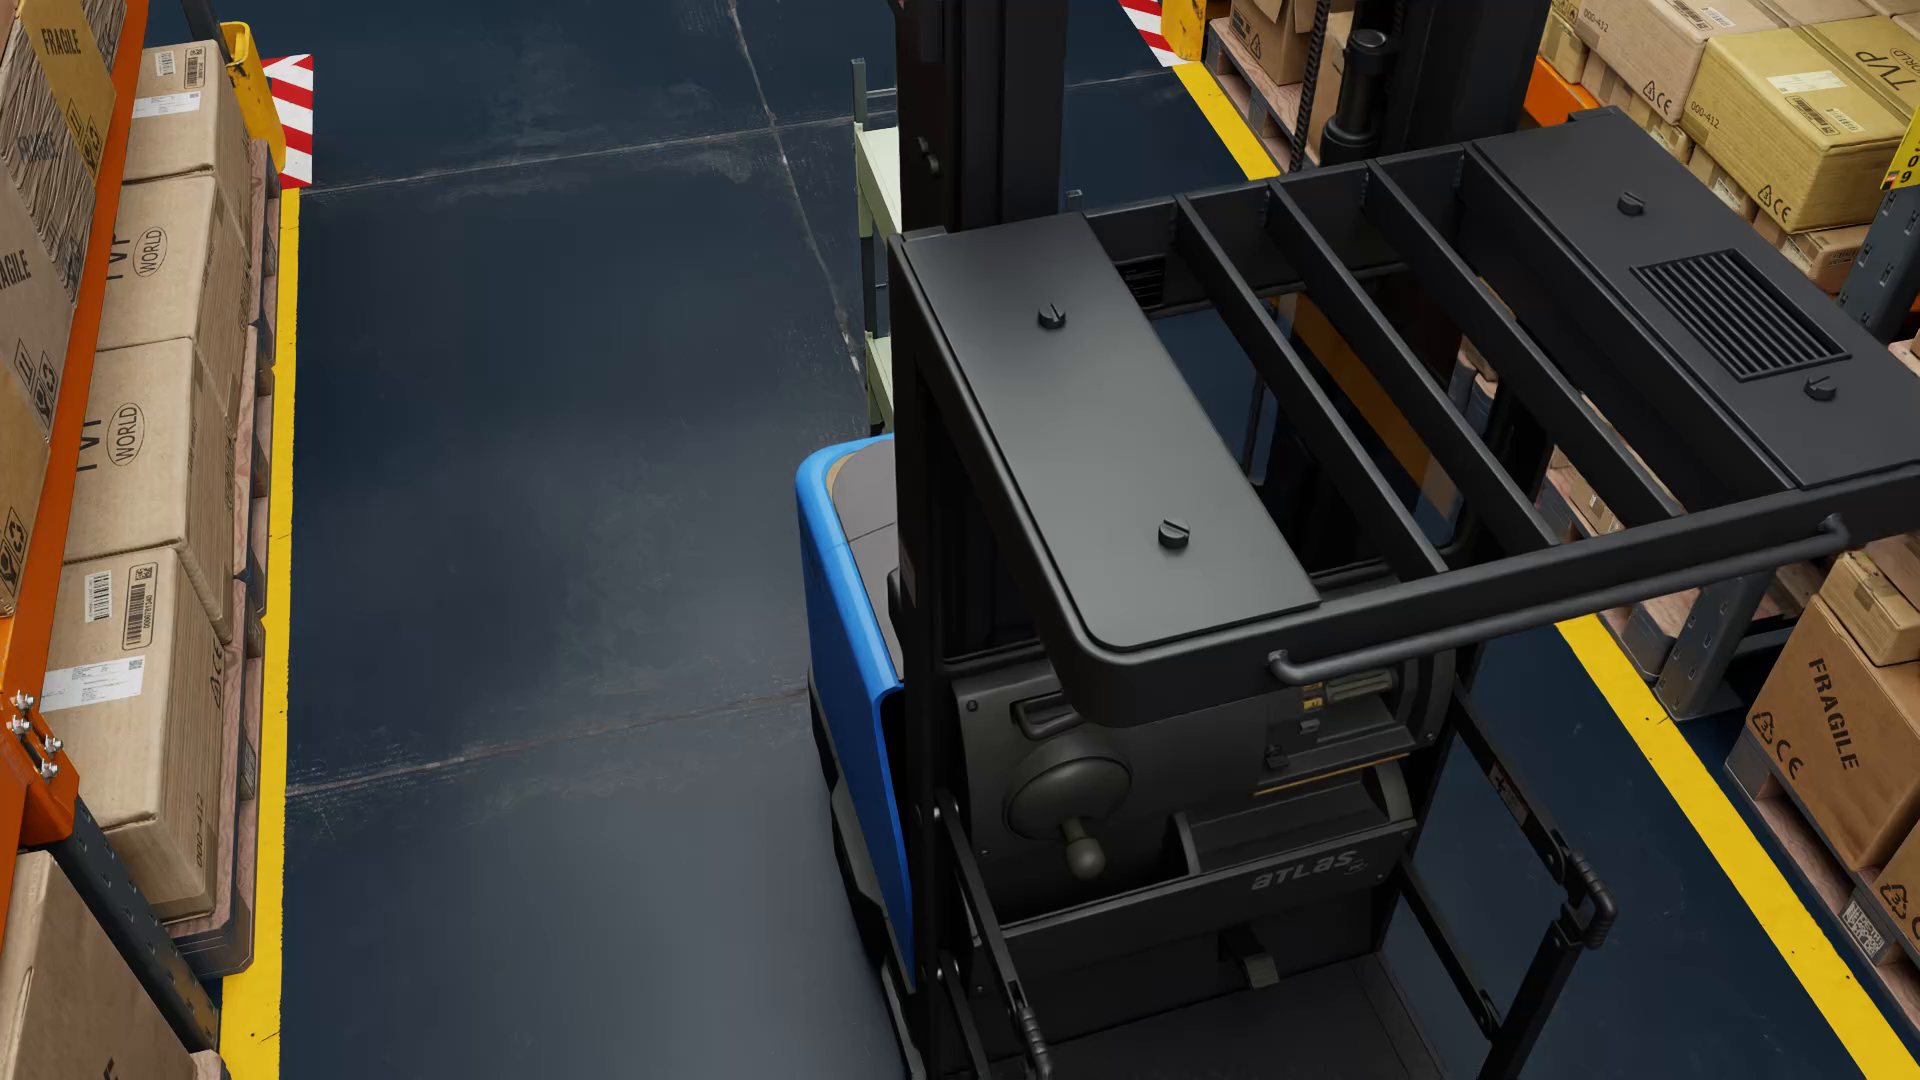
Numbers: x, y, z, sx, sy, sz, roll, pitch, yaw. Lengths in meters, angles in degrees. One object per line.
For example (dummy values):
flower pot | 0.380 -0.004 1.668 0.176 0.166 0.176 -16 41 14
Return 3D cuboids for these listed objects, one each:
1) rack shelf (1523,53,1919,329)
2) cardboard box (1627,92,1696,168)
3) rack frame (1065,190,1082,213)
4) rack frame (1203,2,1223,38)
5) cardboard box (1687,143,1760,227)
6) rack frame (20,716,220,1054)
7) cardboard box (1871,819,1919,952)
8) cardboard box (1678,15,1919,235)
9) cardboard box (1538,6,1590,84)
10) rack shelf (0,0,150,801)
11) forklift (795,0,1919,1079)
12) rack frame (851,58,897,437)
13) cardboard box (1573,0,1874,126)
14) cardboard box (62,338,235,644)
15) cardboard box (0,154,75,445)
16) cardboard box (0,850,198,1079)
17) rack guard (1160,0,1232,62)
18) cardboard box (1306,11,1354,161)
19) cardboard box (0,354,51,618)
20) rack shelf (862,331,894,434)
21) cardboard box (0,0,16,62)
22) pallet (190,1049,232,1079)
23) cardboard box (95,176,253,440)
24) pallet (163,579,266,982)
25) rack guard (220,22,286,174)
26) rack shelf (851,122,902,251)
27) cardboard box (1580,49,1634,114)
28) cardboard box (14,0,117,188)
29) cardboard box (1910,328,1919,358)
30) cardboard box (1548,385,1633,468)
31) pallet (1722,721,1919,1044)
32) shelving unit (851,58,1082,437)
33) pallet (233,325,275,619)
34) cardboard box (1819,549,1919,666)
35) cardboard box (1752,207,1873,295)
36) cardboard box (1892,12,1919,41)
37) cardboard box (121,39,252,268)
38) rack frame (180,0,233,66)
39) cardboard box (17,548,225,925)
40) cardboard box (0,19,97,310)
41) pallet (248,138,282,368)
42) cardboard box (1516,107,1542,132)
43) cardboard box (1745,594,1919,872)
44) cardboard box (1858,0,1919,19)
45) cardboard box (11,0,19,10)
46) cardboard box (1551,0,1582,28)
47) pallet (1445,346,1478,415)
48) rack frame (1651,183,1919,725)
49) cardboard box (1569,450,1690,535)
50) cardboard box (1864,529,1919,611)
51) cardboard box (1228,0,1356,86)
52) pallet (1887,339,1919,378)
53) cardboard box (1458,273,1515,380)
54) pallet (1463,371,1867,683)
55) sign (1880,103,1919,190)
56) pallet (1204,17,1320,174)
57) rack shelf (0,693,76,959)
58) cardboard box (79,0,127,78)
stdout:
rack shelf | 1.990 -1.788 5.406 1.077 0.370 4.000 -11 47 -10
cardboard box | 1.999 -1.096 4.400 0.380 0.149 0.250 -10 46 -9
rack frame | 0.095 -0.268 4.462 0.400 1.500 0.023 -11 47 -10
rack frame | 1.478 -3.421 6.502 1.000 3.000 0.127 -11 47 -10
cardboard box | 2.089 -0.921 4.228 0.380 0.149 0.250 -10 46 -9
rack frame | -2.295 0.251 2.904 1.000 3.000 0.127 -11 47 -10
cardboard box | 2.554 0.810 3.812 0.500 0.500 0.500 -11 47 -11
cardboard box | 2.136 -1.018 4.044 0.500 0.250 0.500 -10 46 -9
cardboard box | 1.865 -1.453 4.750 0.380 0.149 0.250 -11 47 -11
rack shelf | -2.807 -0.878 4.514 1.077 0.370 4.000 -11 47 -10
forklift | 0.513 0.419 2.787 1.130 2.935 3.031 -12 47 -12
rack frame | -0.092 -0.773 4.957 0.400 1.500 0.023 -11 47 -10
cardboard box | 1.993 -1.361 4.380 0.500 0.250 0.500 -11 47 -10
cardboard box | -2.582 -0.070 4.718 0.875 0.438 0.875 -12 47 -11
cardboard box | -2.287 -0.504 3.574 0.500 0.500 0.500 -10 47 -10
cardboard box | -2.059 1.261 3.107 0.875 0.875 0.875 -9 46 -9
rack guard | 1.498 -2.493 7.343 1.175 0.500 0.348 -11 47 -10
cardboard box | 1.724 -1.656 6.229 0.700 0.500 0.500 -9 46 -9
cardboard box | -2.162 -0.156 3.232 0.500 0.500 0.500 -9 46 -9
rack shelf | 0.002 -0.292 4.943 0.431 0.370 0.720 -11 47 -10
cardboard box | -2.426 -1.212 3.568 0.500 0.500 0.500 -10 46 -10
pallet | -2.025 1.746 3.391 1.003 0.211 1.213 -11 47 -10
cardboard box | -2.811 -0.693 5.329 0.875 0.438 0.875 -10 46 -9
pallet | -2.414 0.688 4.428 1.003 0.211 1.213 -11 47 -10
rack guard | -3.325 -1.652 6.519 1.175 0.500 0.348 -11 47 -10
rack shelf | 0.002 -0.793 4.431 0.431 0.370 0.720 -11 47 -10
cardboard box | 1.958 -1.282 4.582 0.380 0.149 0.250 -10 46 -9
cardboard box | -2.540 -1.204 4.260 0.500 0.500 0.500 -9 46 -9
cardboard box | 2.410 -0.466 3.242 0.700 0.500 0.500 -10 46 -9
cardboard box | 1.984 -0.426 5.188 0.396 0.266 0.258 -9 46 -9
pallet | 2.747 0.872 4.248 1.003 0.211 1.213 -11 47 -10
shelving unit | 0.002 -0.520 4.710 0.431 1.500 0.755 -11 47 -10
pallet | -2.730 -0.156 5.255 1.003 0.211 1.213 -11 47 -10
cardboard box | 2.337 0.138 4.016 0.380 0.149 0.250 -9 46 -8
cardboard box | 2.176 -0.745 4.056 0.380 0.149 0.250 -10 46 -10
cardboard box | 2.636 -1.102 4.126 0.500 0.250 0.500 -11 47 -11
cardboard box | -3.054 -1.323 5.946 0.875 0.438 0.875 -12 47 -12
rack frame | -3.319 -2.510 5.610 1.000 3.000 0.127 -11 47 -10
cardboard box | -2.352 0.548 4.113 0.875 0.438 0.875 -11 47 -11
cardboard box | -2.408 -0.848 3.911 0.500 0.500 0.500 -10 47 -10
pallet | -3.039 -0.997 6.079 1.003 0.211 1.213 -11 47 -10
cardboard box | 1.763 -1.272 5.853 0.500 0.500 0.500 -10 46 -10
cardboard box | 2.408 0.444 4.171 0.500 0.500 0.500 -9 46 -9
cardboard box | 2.501 -1.447 4.464 0.500 0.250 0.500 -11 47 -11
cardboard box | -2.553 -1.561 3.910 0.500 0.500 0.500 -11 47 -11
cardboard box | 1.878 -1.707 4.720 0.500 0.250 0.500 -11 47 -11
pallet | 2.011 -1.001 6.083 1.003 0.211 1.213 -11 47 -10
rack frame | 2.502 -0.659 3.796 1.000 3.000 0.127 -11 47 -10
cardboard box | 2.076 -0.139 4.988 0.380 0.149 0.250 -12 47 -12
cardboard box | 2.395 0.023 3.921 0.380 0.149 0.250 -11 47 -11
cardboard box | 1.543 -2.254 6.813 0.797 0.503 0.637 -12 47 -12
pallet | 2.601 -0.020 3.304 1.003 0.211 1.213 -11 47 -10
cardboard box | 1.990 -0.939 5.526 0.700 0.500 0.500 -12 47 -12
pallet | 2.327 -0.157 5.256 1.003 0.211 1.213 -11 47 -10
sign | 1.980 -0.857 3.384 0.100 0.325 0.005 -11 47 -10
pallet | 1.703 -1.842 6.907 1.003 0.211 1.213 -11 47 -10
rack shelf | -1.783 1.884 1.807 1.077 0.370 4.000 -11 47 -10
cardboard box | -2.685 -1.558 4.607 0.500 0.500 0.500 -9 46 -9
